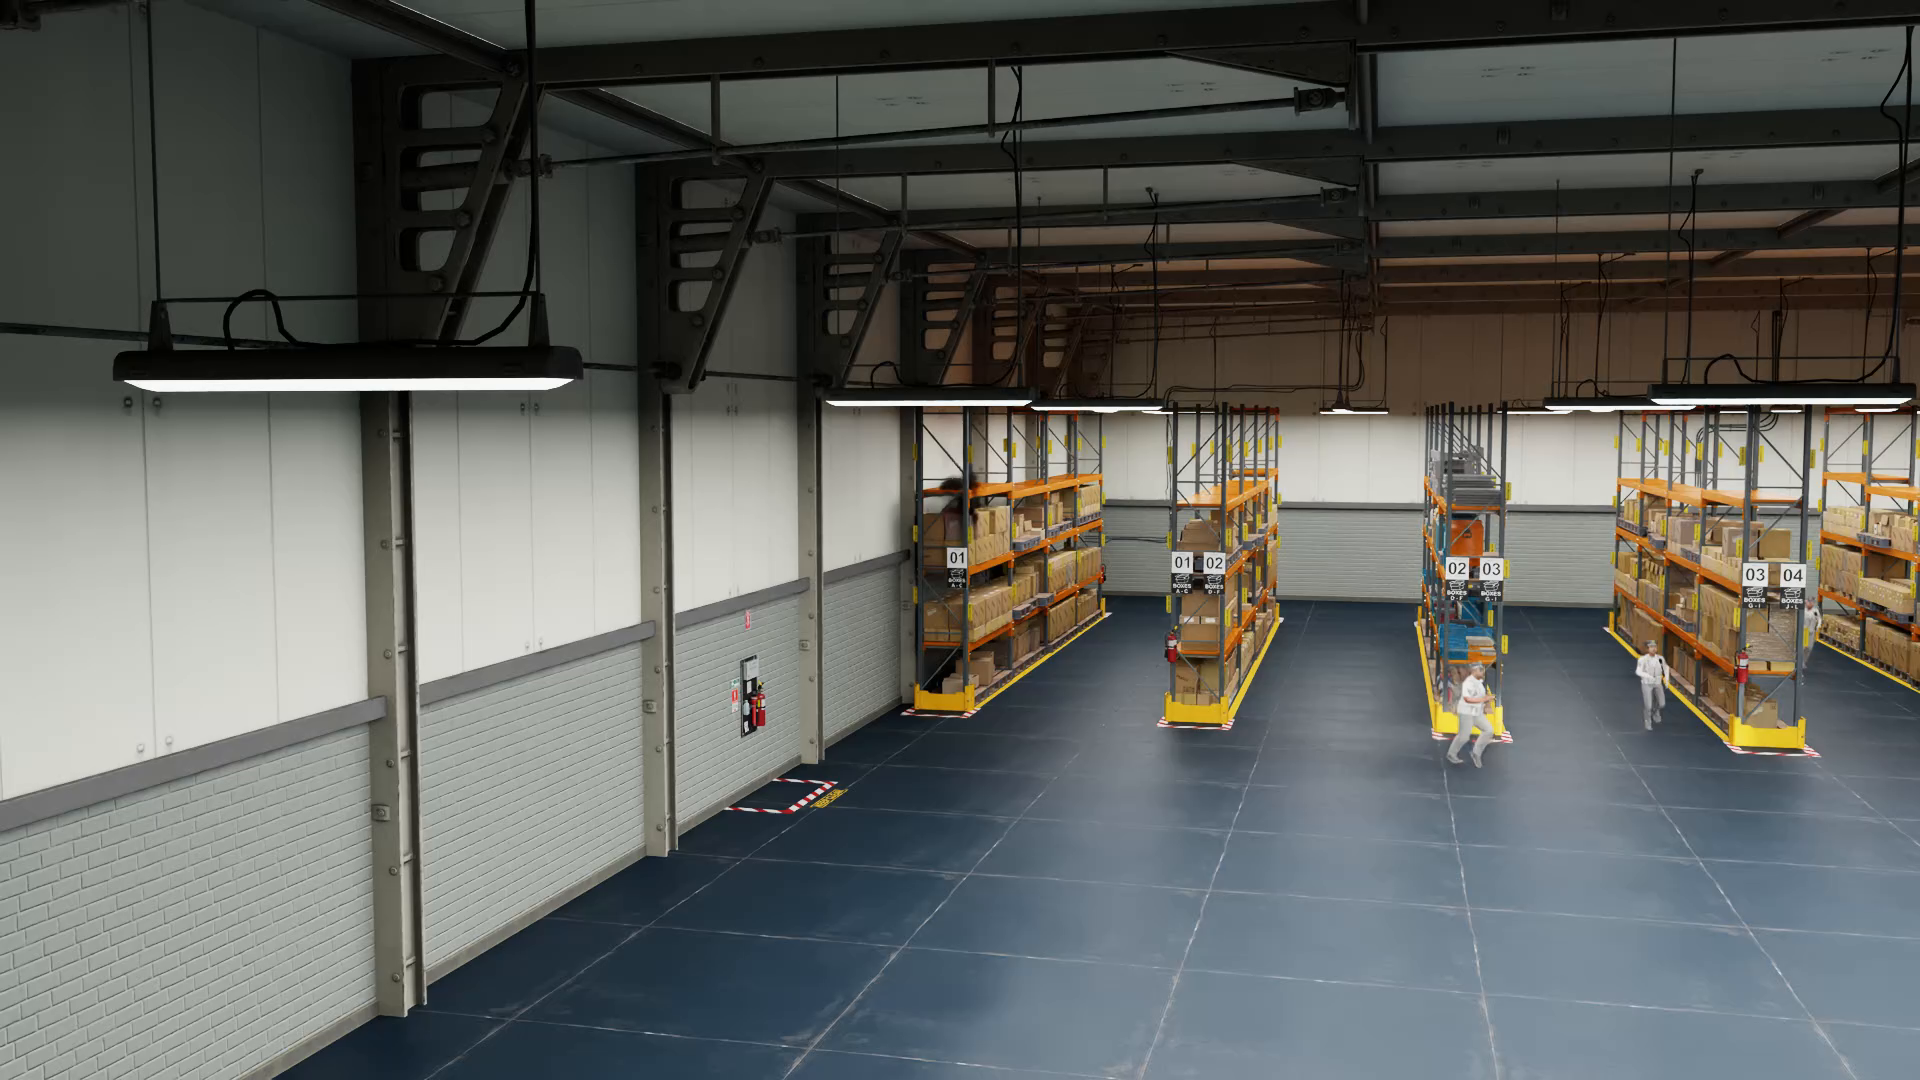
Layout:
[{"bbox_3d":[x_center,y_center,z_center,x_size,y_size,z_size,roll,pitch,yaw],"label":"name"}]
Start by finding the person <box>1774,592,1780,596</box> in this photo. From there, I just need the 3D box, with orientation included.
[{"bbox_3d":[19.214,2.029,39.098,0.575,1.564,0.938,1,4,11],"label":"person"}]

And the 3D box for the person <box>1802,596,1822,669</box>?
[{"bbox_3d":[19.376,2.099,38.028,0.632,1.655,0.540,1,4,10],"label":"person"}]

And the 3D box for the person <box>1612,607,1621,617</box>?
[{"bbox_3d":[18.409,1.468,45.656,0.993,1.768,0.686,4,6,40],"label":"person"}]

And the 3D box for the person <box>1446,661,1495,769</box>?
[{"bbox_3d":[8.350,2.843,27.156,0.845,1.796,0.690,4,6,44],"label":"person"}]

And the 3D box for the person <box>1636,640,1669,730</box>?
[{"bbox_3d":[12.717,2.657,30.451,0.623,1.665,0.540,1,4,7],"label":"person"}]
